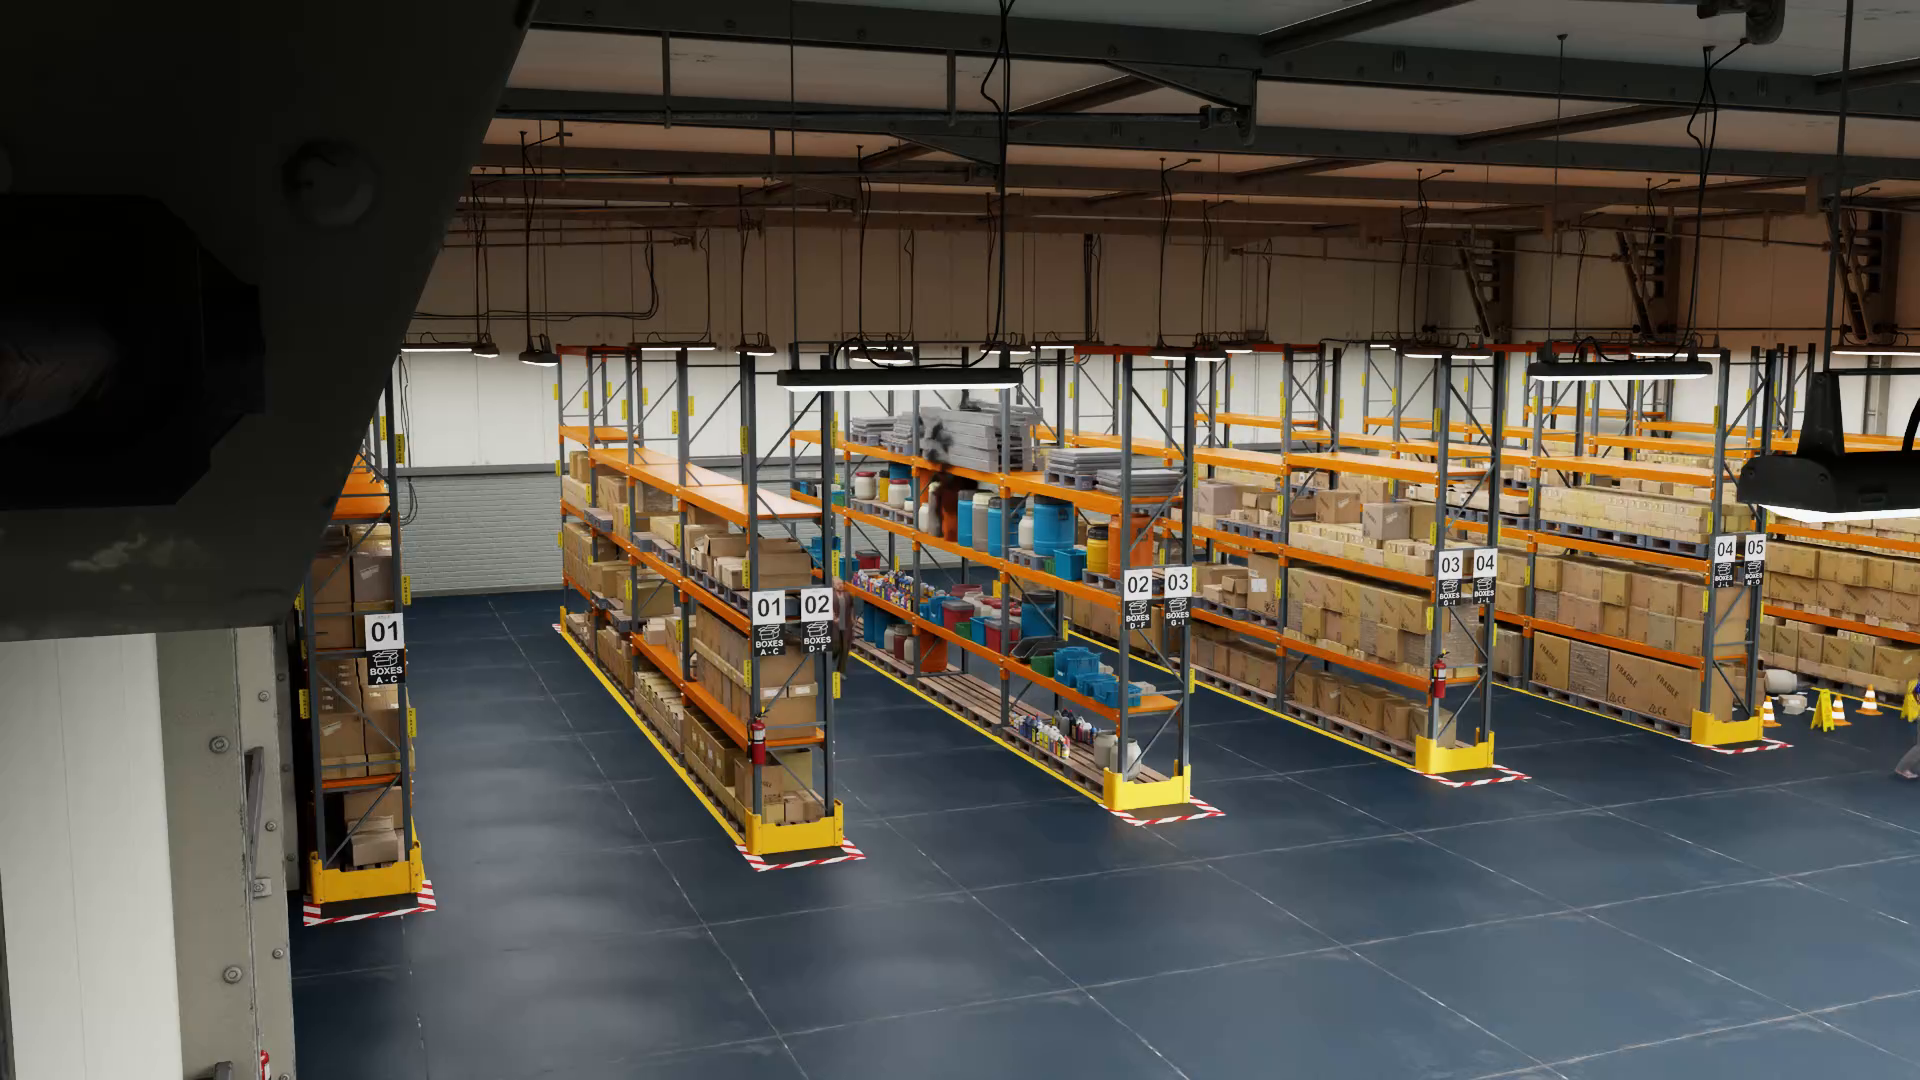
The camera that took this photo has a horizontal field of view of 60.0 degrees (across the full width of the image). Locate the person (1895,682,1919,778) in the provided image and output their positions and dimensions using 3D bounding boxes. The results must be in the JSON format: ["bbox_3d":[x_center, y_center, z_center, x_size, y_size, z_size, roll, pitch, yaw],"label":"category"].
[{"bbox_3d":[13.538,2.591,23.255,0.726,1.689,0.576,5,9,32],"label":"person"}]

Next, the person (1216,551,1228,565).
[{"bbox_3d":[6.635,0.135,41.978,0.611,1.750,0.638,-3,8,-20],"label":"person"}]

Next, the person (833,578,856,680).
[{"bbox_3d":[-2.096,1.523,28.766,0.713,1.756,0.685,-3,8,-25],"label":"person"}]
